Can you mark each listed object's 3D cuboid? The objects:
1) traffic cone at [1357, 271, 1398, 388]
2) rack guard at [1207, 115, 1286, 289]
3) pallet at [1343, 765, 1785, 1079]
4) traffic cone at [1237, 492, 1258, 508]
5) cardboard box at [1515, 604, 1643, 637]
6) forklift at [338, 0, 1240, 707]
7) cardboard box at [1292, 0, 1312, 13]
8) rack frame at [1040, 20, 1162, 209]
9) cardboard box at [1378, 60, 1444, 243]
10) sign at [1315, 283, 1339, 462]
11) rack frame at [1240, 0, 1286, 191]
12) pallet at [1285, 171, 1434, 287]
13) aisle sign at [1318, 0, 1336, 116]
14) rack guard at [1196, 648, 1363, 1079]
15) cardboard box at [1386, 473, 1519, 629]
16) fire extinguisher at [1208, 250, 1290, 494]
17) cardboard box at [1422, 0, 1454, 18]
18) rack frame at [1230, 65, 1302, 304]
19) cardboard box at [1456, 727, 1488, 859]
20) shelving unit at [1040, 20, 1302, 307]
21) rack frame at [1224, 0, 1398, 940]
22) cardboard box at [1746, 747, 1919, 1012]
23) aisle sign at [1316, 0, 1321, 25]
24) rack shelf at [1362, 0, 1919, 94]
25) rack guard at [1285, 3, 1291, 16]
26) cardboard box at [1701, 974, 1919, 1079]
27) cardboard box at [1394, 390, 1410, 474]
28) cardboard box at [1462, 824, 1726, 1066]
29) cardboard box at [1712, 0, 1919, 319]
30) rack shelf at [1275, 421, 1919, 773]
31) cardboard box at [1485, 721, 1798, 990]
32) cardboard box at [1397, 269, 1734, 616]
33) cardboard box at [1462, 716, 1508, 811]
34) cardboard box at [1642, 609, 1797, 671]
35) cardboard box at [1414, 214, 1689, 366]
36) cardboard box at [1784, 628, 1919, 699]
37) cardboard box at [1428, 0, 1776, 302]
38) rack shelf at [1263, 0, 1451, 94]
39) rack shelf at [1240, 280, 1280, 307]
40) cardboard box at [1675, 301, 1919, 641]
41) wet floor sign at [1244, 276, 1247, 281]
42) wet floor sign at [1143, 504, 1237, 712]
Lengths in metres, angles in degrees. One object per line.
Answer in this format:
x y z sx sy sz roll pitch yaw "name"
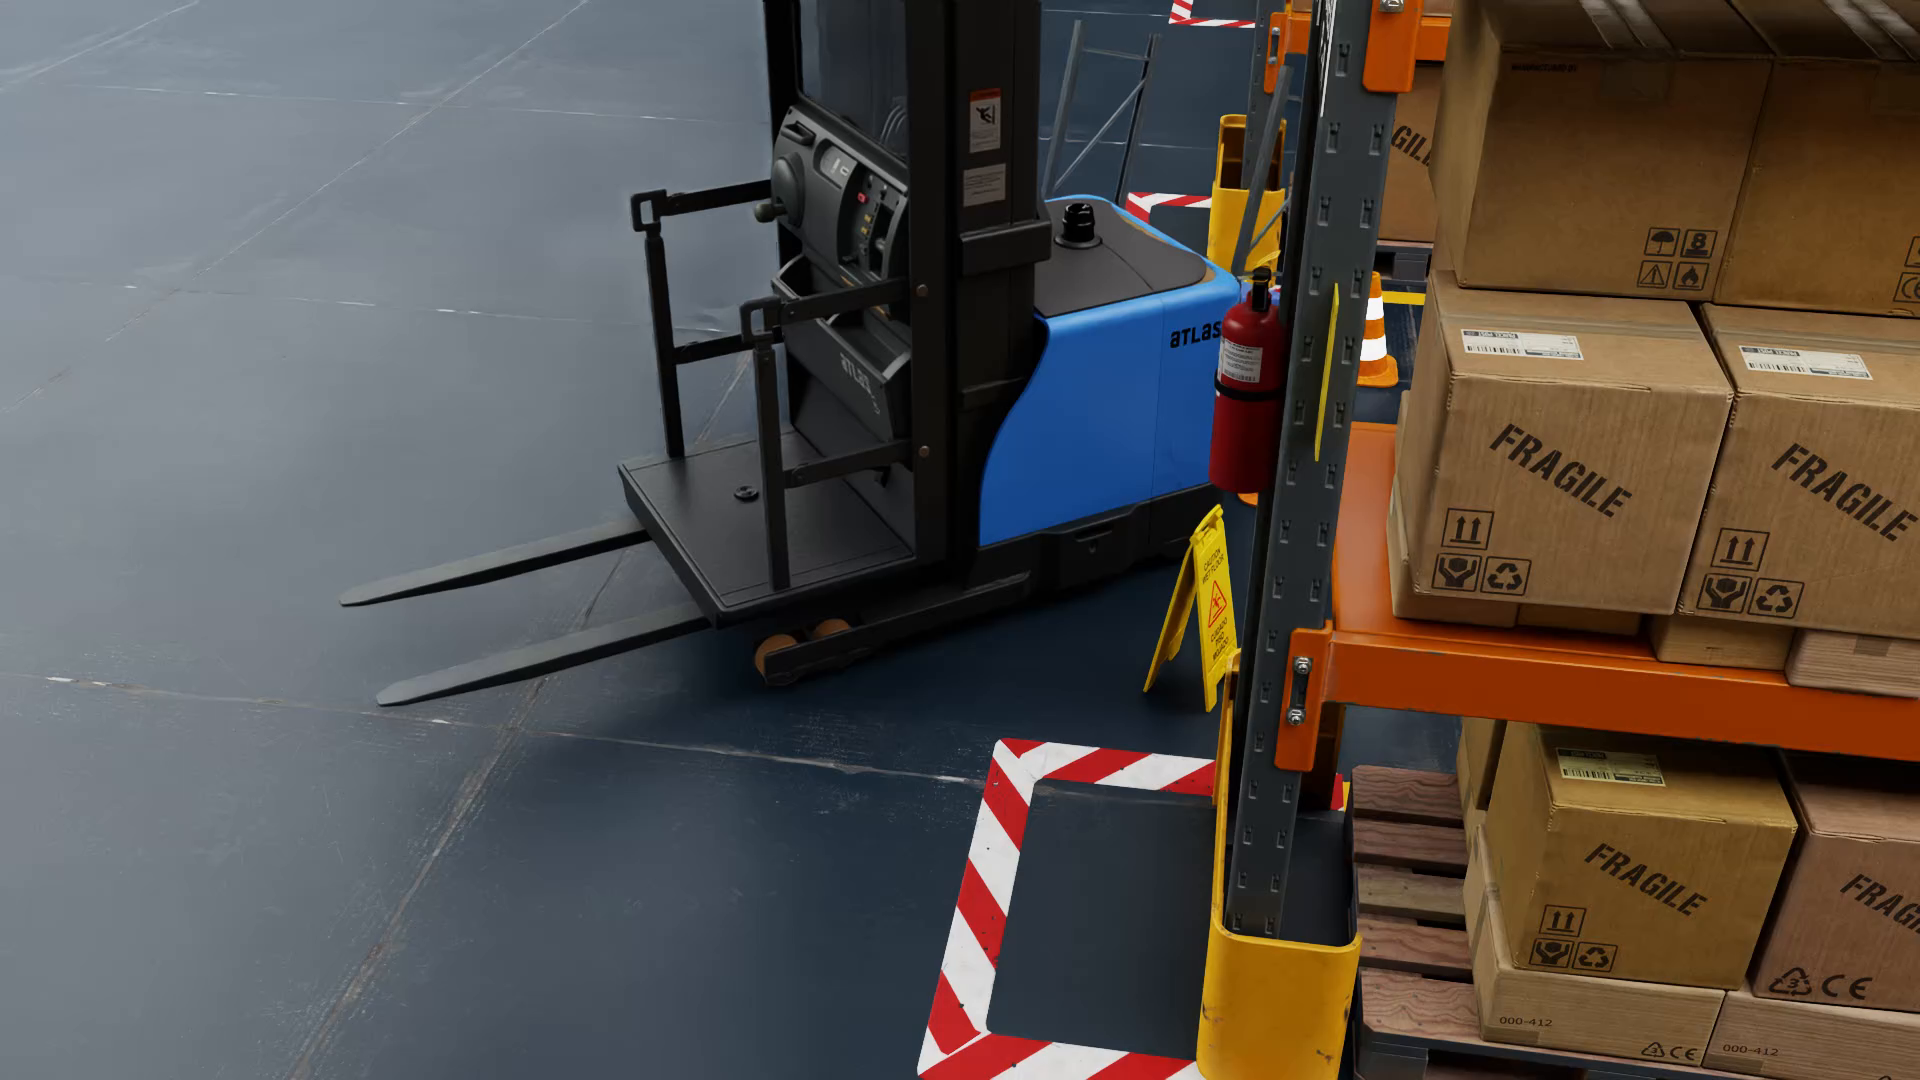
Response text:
1.793 -0.961 7.348 0.334 0.463 0.336 5 32 8 "traffic cone"
1.485 -1.769 8.604 0.348 0.500 1.175 5 32 8 "rack guard"
1.645 1.052 4.371 1.213 0.211 1.003 5 32 8 "pallet"
1.268 -0.400 6.453 0.334 0.463 0.336 5 32 8 "traffic cone"
1.326 0.032 3.608 0.250 0.149 0.380 6 32 9 "cardboard box"
-0.573 -1.082 5.217 3.031 2.935 1.130 -16 35 -23 "forklift"
1.882 -2.880 7.883 0.550 0.550 0.875 5 32 8 "cardboard box"
0.505 -1.370 6.943 0.500 1.500 0.032 -7 26 -43 "rack frame"
2.188 -2.077 8.348 0.875 0.875 0.875 5 32 8 "cardboard box"
0.684 -0.311 3.104 0.005 0.325 0.100 5 32 8 "sign"
1.508 -2.826 7.938 0.127 3.000 1.000 5 32 8 "rack frame"
2.310 -1.613 8.629 1.213 0.211 1.003 5 32 8 "pallet"
0.662 -1.173 2.847 0.004 0.787 0.394 5 32 8 "aisle sign"
0.850 0.838 4.440 0.348 0.500 1.175 5 32 8 "rack guard"
1.075 0.017 3.632 0.250 0.149 0.380 5 32 8 "cardboard box"
0.740 -0.447 4.209 0.183 0.674 0.296 5 32 8 "fire extinguisher"
2.427 -2.842 7.823 0.550 0.550 0.875 5 32 8 "cardboard box"
1.182 -1.002 6.281 0.500 1.500 0.032 -7 26 -43 "rack frame"
1.641 0.693 4.511 0.500 0.250 0.500 5 32 8 "cardboard box"
0.844 -1.186 6.612 0.538 1.500 1.048 -7 26 -43 "shelving unit"
0.775 -0.228 3.787 0.127 3.000 1.000 5 32 8 "rack frame"
2.063 0.704 3.786 0.500 0.500 0.500 4 32 6 "cardboard box"
0.763 -1.487 3.349 0.004 0.787 0.394 5 32 8 "aisle sign"
2.747 -1.016 2.897 4.000 0.370 1.077 5 32 8 "rack shelf"
2.517 -4.345 12.720 0.348 0.500 1.175 5 32 8 "rack guard"
2.026 1.026 3.980 0.500 0.250 0.500 6 33 10 "cardboard box"
1.180 -0.200 3.979 0.250 0.149 0.380 6 33 10 "cardboard box"
1.524 0.976 4.059 0.500 0.250 0.500 5 32 8 "cardboard box"
1.813 -0.840 3.448 0.500 0.500 0.700 5 32 9 "cardboard box"
2.747 0.255 3.693 4.000 0.370 1.077 5 32 8 "rack shelf"
1.547 0.660 3.857 0.500 0.500 0.500 4 32 7 "cardboard box"
1.195 -0.209 3.382 0.500 0.500 0.500 5 32 7 "cardboard box"
1.609 0.377 4.310 0.500 0.500 0.500 5 32 9 "cardboard box"
1.574 0.098 3.503 0.250 0.149 0.380 4 32 7 "cardboard box"
1.356 -0.492 3.835 0.500 0.500 0.500 5 32 7 "cardboard box"
1.817 0.145 3.428 0.250 0.149 0.380 6 32 9 "cardboard box"
1.315 -0.889 3.526 0.500 0.500 0.700 4 32 7 "cardboard box"
3.480 -2.343 7.843 4.000 0.370 1.077 5 32 8 "rack shelf"
0.810 -1.019 6.670 0.538 0.185 1.000 -7 26 -43 "rack shelf"
1.706 -0.165 3.311 0.500 0.500 0.500 6 33 10 "cardboard box"
1.147 -0.795 6.912 0.232 0.644 0.267 0 32 0 "wet floor sign"
0.768 0.193 5.333 0.232 0.644 0.267 17 36 25 "wet floor sign"
